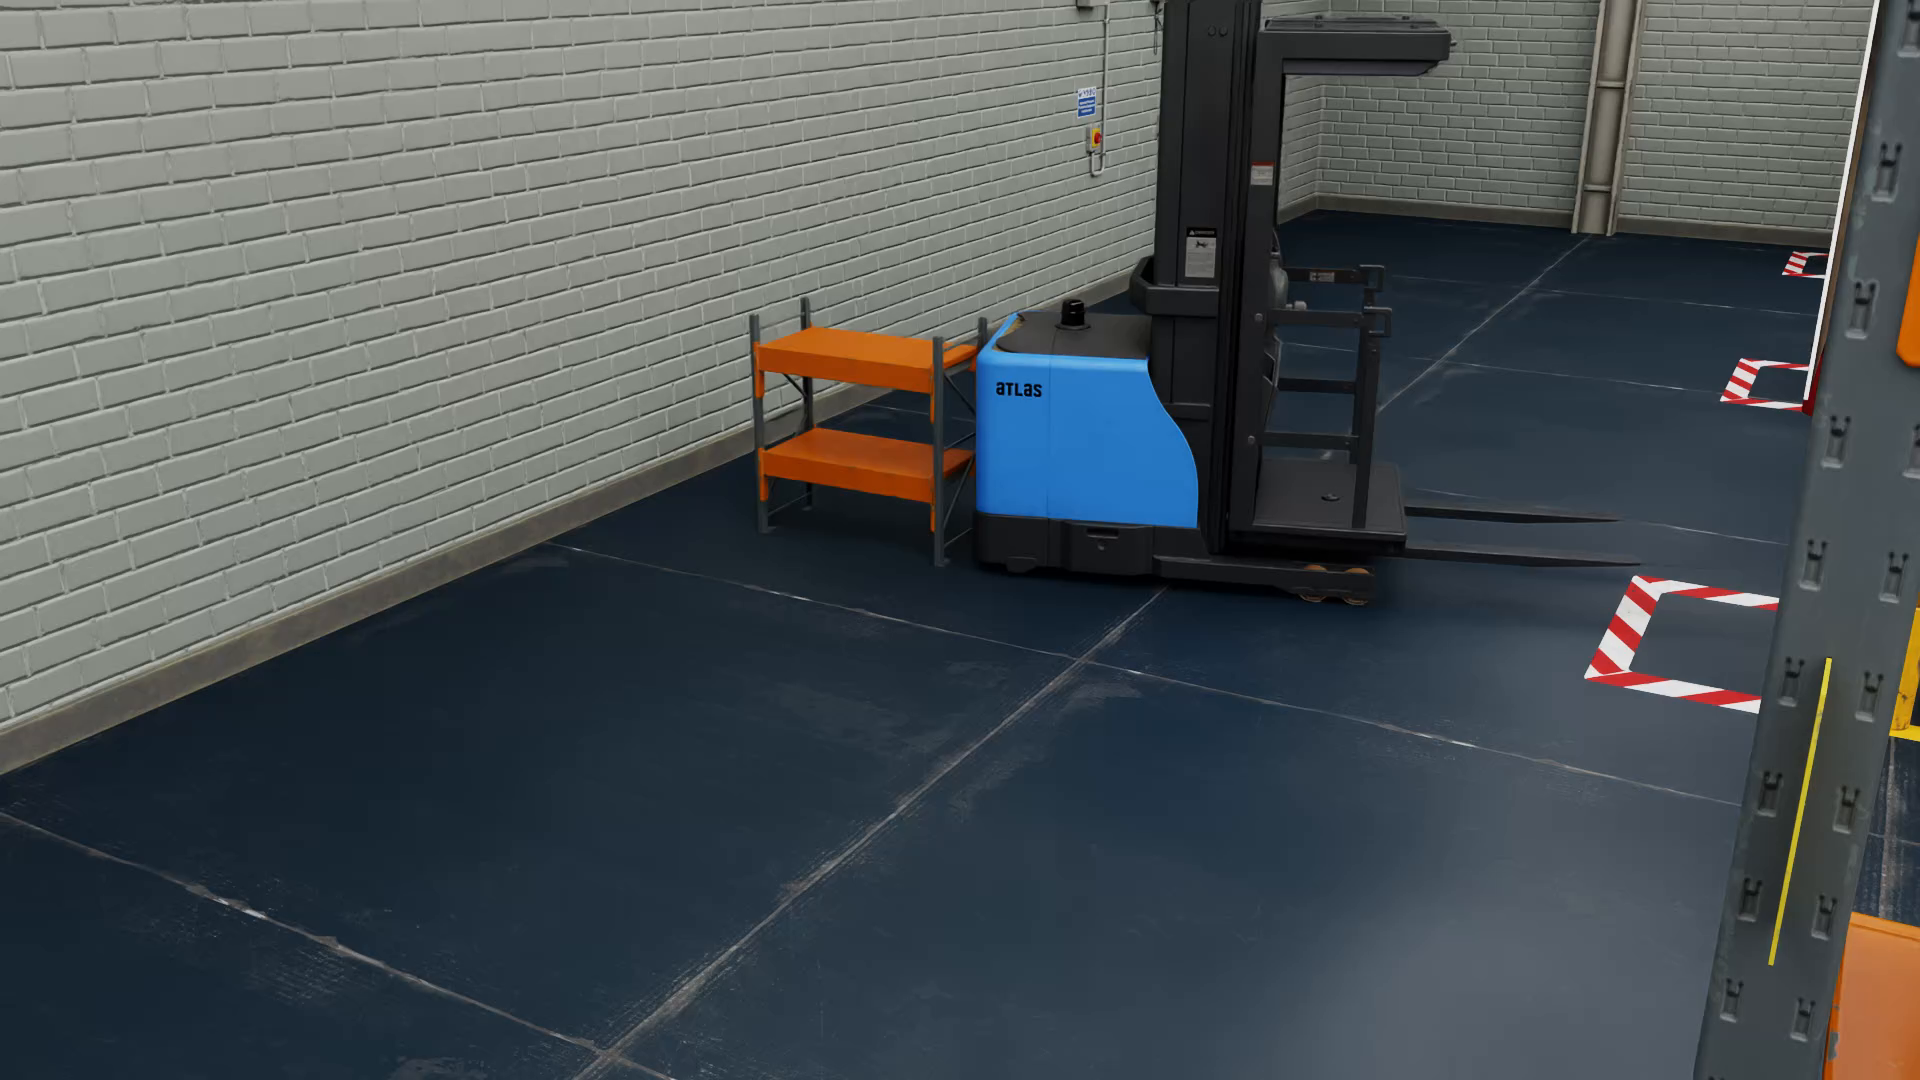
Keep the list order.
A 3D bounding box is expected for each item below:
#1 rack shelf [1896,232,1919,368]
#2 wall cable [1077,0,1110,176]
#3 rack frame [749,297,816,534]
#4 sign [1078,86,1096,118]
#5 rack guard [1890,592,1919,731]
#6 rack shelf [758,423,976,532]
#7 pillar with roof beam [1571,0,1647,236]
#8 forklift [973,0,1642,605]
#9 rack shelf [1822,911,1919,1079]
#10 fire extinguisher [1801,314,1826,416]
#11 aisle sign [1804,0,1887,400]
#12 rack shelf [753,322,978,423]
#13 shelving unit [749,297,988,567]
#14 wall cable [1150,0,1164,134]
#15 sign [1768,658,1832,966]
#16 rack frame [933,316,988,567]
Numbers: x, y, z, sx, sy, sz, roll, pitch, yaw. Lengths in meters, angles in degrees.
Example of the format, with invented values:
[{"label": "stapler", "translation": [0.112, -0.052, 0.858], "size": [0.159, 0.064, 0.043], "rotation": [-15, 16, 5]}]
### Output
[{"label": "rack shelf", "translation": [2.918, -0.167, 1.084], "size": [4.000, 0.370, 1.077], "rotation": [11, 23, 27]}, {"label": "wall cable", "translation": [1.071, -3.801, 12.910], "size": [0.123, 1.953, 0.585], "rotation": [11, 23, 27]}, {"label": "rack frame", "translation": [-0.896, -0.637, 8.472], "size": [0.032, 1.125, 0.500], "rotation": [10, 22, 26]}, {"label": "sign", "translation": [0.994, -3.432, 13.031], "size": [0.001, 0.218, 0.327], "rotation": [11, 23, 27]}, {"label": "rack guard", "translation": [3.746, 0.300, 6.805], "size": [0.348, 0.500, 1.175], "rotation": [11, 23, 27]}, {"label": "rack shelf", "translation": [-0.446, -0.327, 8.333], "size": [1.000, 0.278, 0.538], "rotation": [10, 22, 26]}, {"label": "pillar with roof beam", "translation": [4.409, -6.112, 12.018], "size": [0.400, 9.000, 9.100], "rotation": [11, 23, 27]}, {"label": "forklift", "translation": [1.631, -1.279, 7.594], "size": [3.031, 2.935, 1.130], "rotation": [4, 20, 11]}, {"label": "rack shelf", "translation": [2.918, 1.243, 1.595], "size": [4.000, 0.370, 1.077], "rotation": [11, 23, 27]}, {"label": "fire extinguisher", "translation": [3.685, -0.855, 6.985], "size": [0.183, 0.674, 0.296], "rotation": [11, 23, 27]}, {"label": "aisle sign", "translation": [0.963, -0.573, 1.733], "size": [0.004, 0.787, 0.394], "rotation": [11, 23, 27]}, {"label": "rack shelf", "translation": [-0.446, -0.832, 8.150], "size": [1.000, 0.278, 0.538], "rotation": [10, 22, 26]}, {"label": "shelving unit", "translation": [-0.446, -0.556, 8.250], "size": [1.048, 1.125, 0.538], "rotation": [10, 22, 26]}, {"label": "wall cable", "translation": [1.753, -4.211, 14.084], "size": [0.122, 1.984, 0.588], "rotation": [11, 23, 27]}, {"label": "sign", "translation": [0.897, 0.292, 1.775], "size": [0.005, 0.325, 0.100], "rotation": [11, 23, 27]}, {"label": "rack frame", "translation": [0.005, -0.476, 8.027], "size": [0.032, 1.125, 0.500], "rotation": [10, 22, 26]}]
